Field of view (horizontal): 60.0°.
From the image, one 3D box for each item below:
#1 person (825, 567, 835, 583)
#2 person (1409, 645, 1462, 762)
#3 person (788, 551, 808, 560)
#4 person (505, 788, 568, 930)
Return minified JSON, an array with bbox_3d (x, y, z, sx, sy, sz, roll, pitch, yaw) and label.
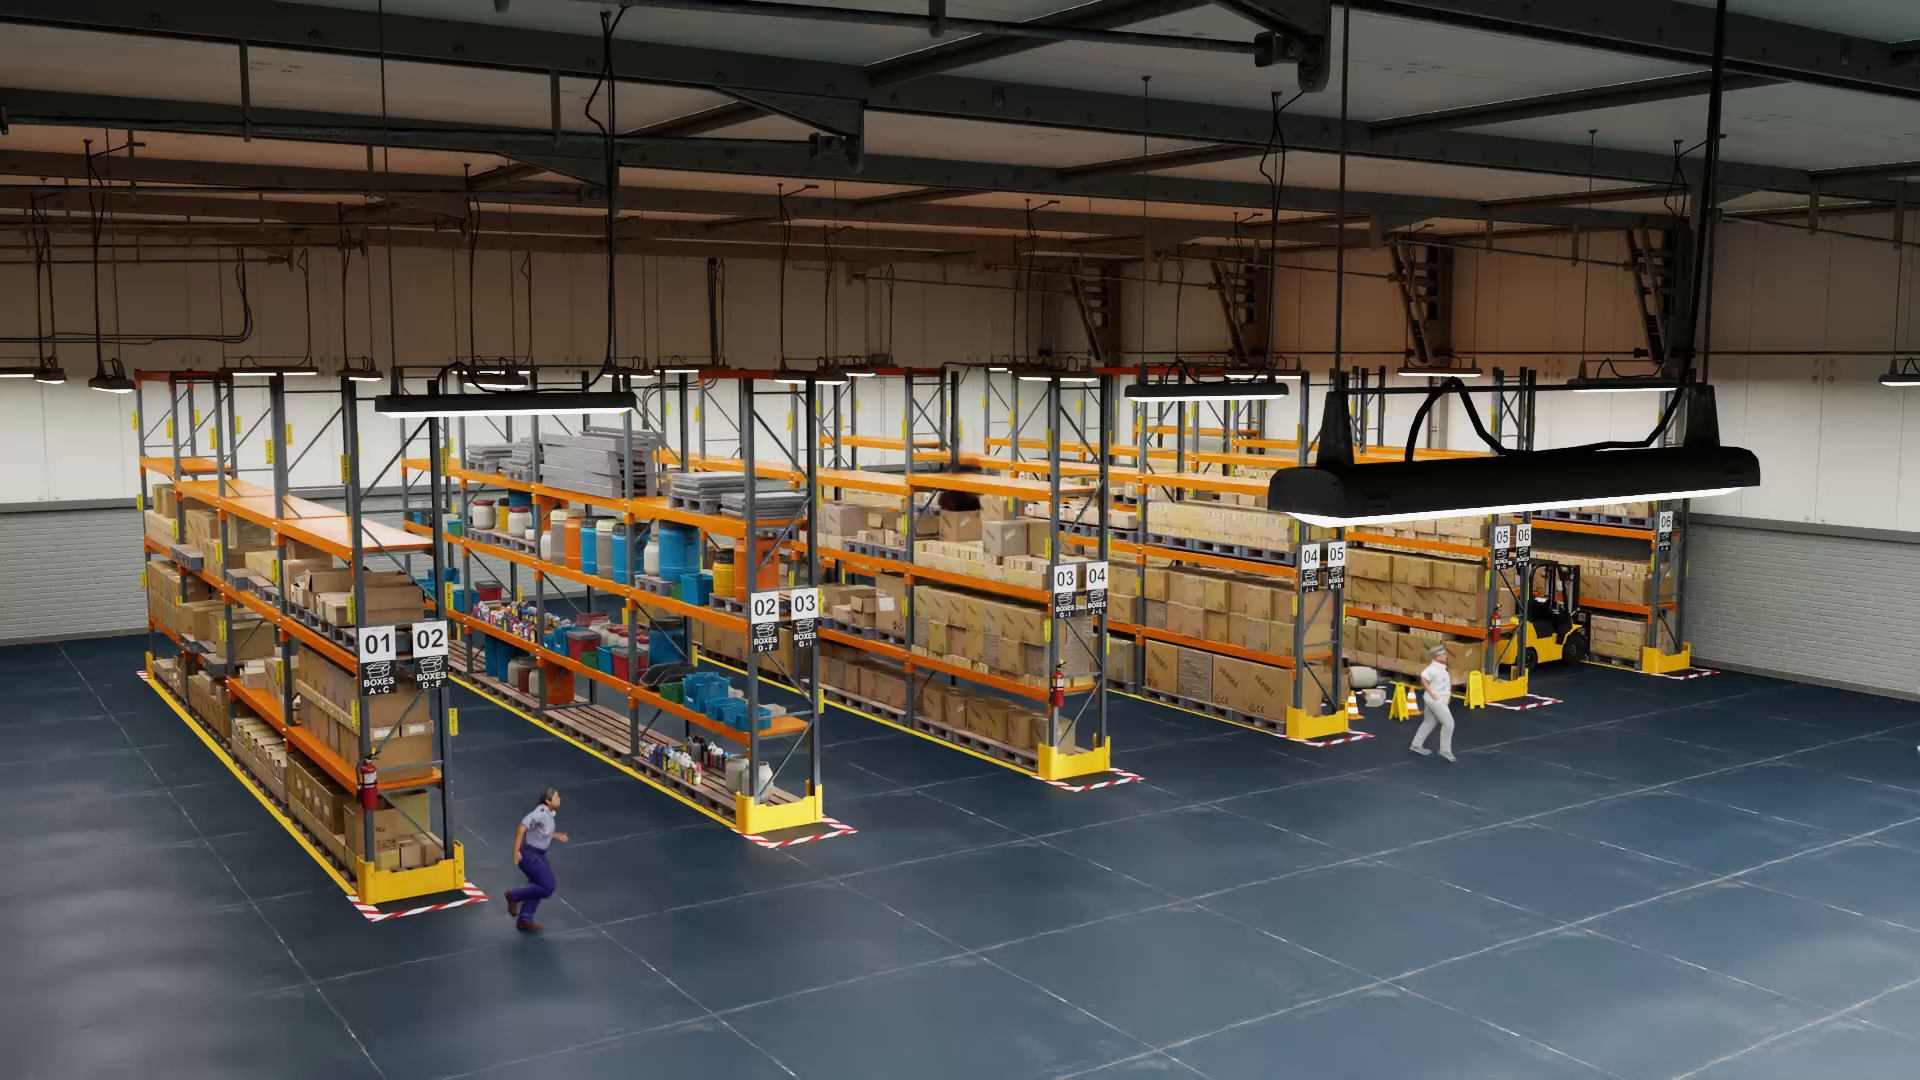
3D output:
[{"bbox_3d":[-3.319,0.803,42.104,0.780,1.623,0.660,-2,7,-17],"label":"person"},{"bbox_3d":[7.415,2.535,25.869,0.744,1.840,0.652,1,7,13],"label":"person"},{"bbox_3d":[-4.057,0.857,41.250,0.703,1.656,0.699,3,7,27],"label":"person"},{"bbox_3d":[-4.658,3.508,18.303,0.682,1.584,0.594,-1,7,-10],"label":"person"}]
